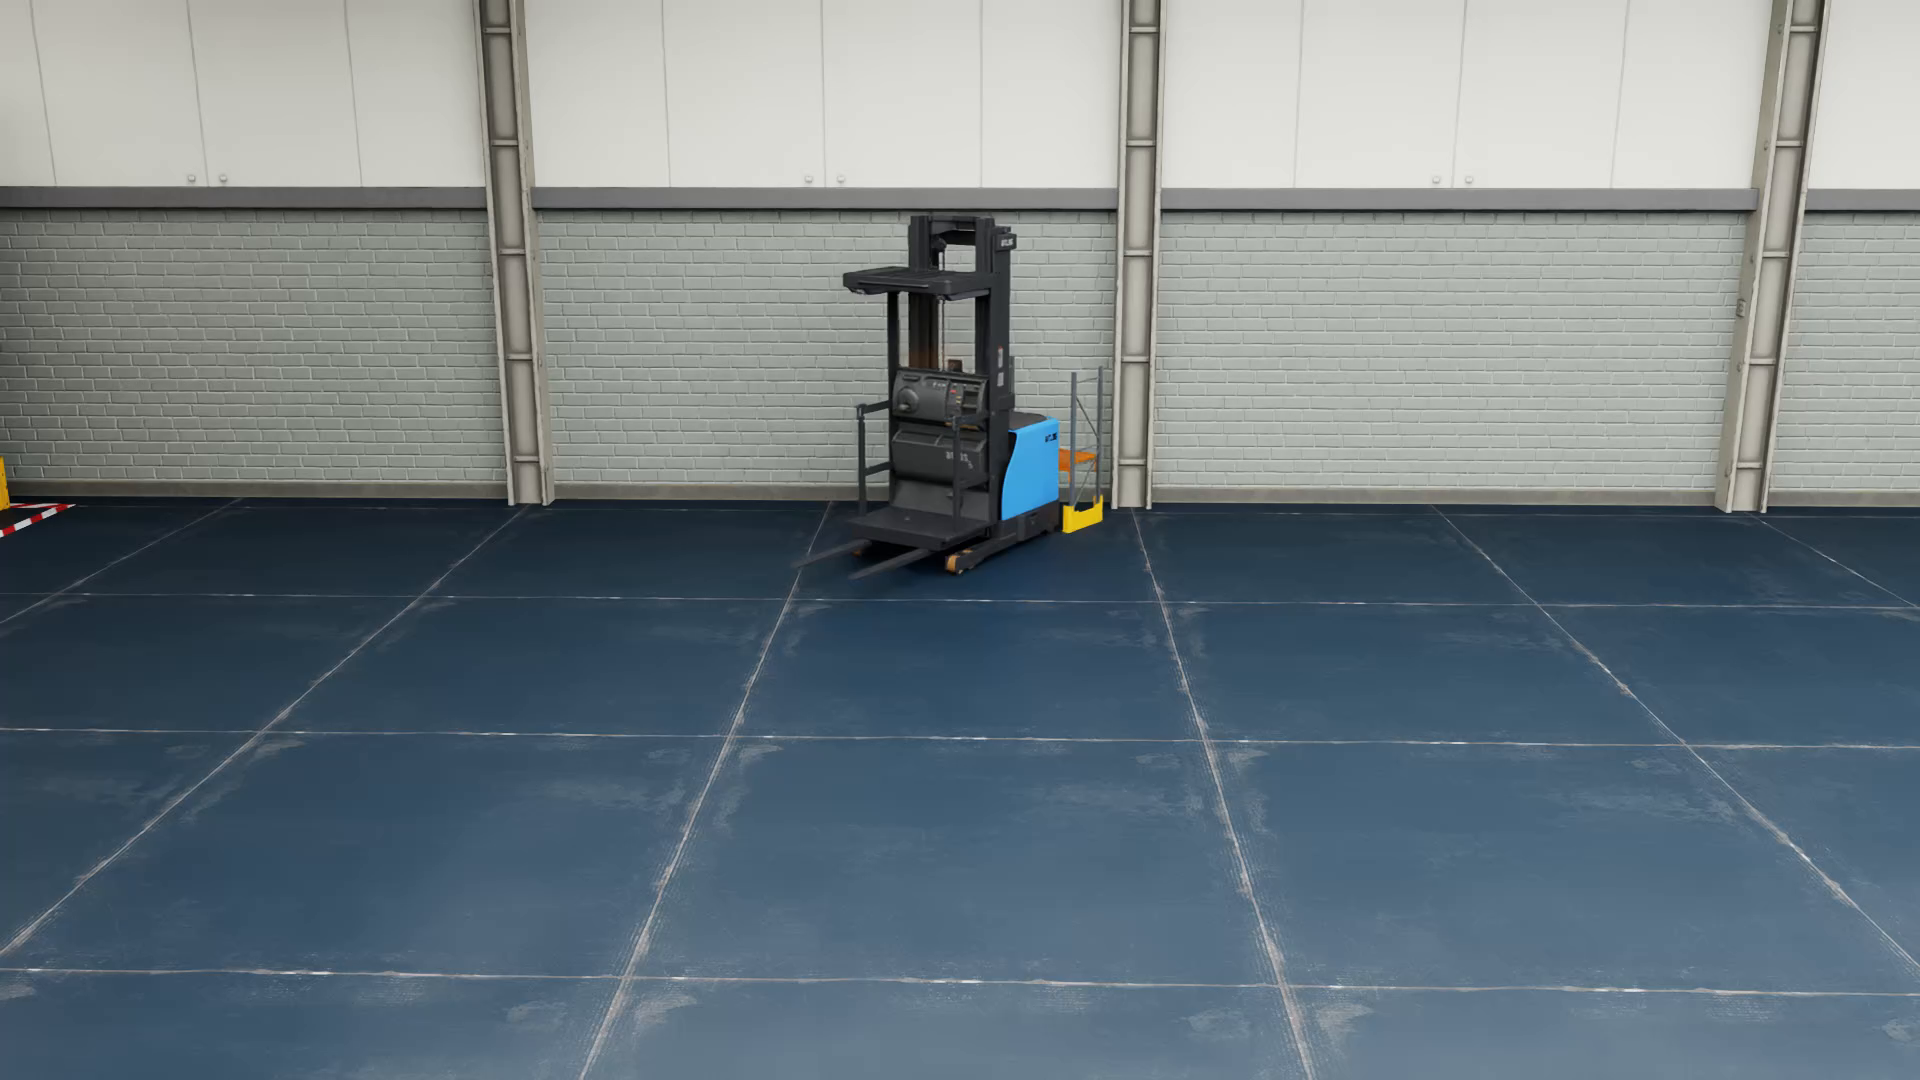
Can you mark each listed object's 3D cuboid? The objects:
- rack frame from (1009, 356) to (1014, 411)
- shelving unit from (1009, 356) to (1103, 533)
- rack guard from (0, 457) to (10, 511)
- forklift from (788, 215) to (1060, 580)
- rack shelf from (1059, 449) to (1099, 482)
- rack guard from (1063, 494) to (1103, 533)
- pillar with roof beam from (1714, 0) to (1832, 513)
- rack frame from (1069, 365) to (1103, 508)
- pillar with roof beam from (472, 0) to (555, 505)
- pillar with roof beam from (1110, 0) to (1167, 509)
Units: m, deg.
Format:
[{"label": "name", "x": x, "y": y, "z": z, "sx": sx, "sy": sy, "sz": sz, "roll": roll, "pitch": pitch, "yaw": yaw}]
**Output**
[{"label": "rack frame", "x": 0.367, "y": -1.011, "z": 16.144, "sx": 0.032, "sy": 1.500, "sz": 0.500, "roll": 11, "pitch": 18, "yaw": 36}, {"label": "shelving unit", "x": 0.766, "y": -0.935, "z": 15.854, "sx": 1.083, "sy": 1.500, "sz": 0.587, "roll": 11, "pitch": 18, "yaw": 36}, {"label": "rack guard", "x": -9.602, "y": -0.432, "z": 15.909, "sx": 0.348, "sy": 0.500, "sz": 1.175, "roll": 0, "pitch": 15, "yaw": 1}, {"label": "forklift", "x": -0.296, "y": -1.262, "z": 14.288, "sx": 1.130, "sy": 2.935, "sz": 3.031, "roll": 9, "pitch": 17, "yaw": 32}, {"label": "rack shelf", "x": 0.773, "y": -0.760, "z": 15.894, "sx": 1.000, "sy": 0.185, "sz": 0.538, "roll": 11, "pitch": 18, "yaw": 36}, {"label": "rack guard", "x": 1.164, "y": -0.254, "z": 15.724, "sx": 0.087, "sy": 0.250, "sz": 0.587, "roll": 11, "pitch": 18, "yaw": 36}, {"label": "pillar with roof beam", "x": 7.585, "y": -3.561, "z": 11.108, "sx": 0.400, "sy": 9.000, "sz": 9.100, "roll": 0, "pitch": 15, "yaw": 1}, {"label": "rack frame", "x": 1.180, "y": -0.856, "z": 15.553, "sx": 0.032, "sy": 1.500, "sz": 0.500, "roll": 11, "pitch": 18, "yaw": 36}, {"label": "pillar with roof beam", "x": -4.411, "y": -3.639, "z": 11.405, "sx": 0.400, "sy": 9.000, "sz": 9.100, "roll": 0, "pitch": 15, "yaw": 1}, {"label": "pillar with roof beam", "x": 1.587, "y": -3.600, "z": 11.256, "sx": 0.400, "sy": 9.000, "sz": 9.100, "roll": 0, "pitch": 15, "yaw": 1}]
